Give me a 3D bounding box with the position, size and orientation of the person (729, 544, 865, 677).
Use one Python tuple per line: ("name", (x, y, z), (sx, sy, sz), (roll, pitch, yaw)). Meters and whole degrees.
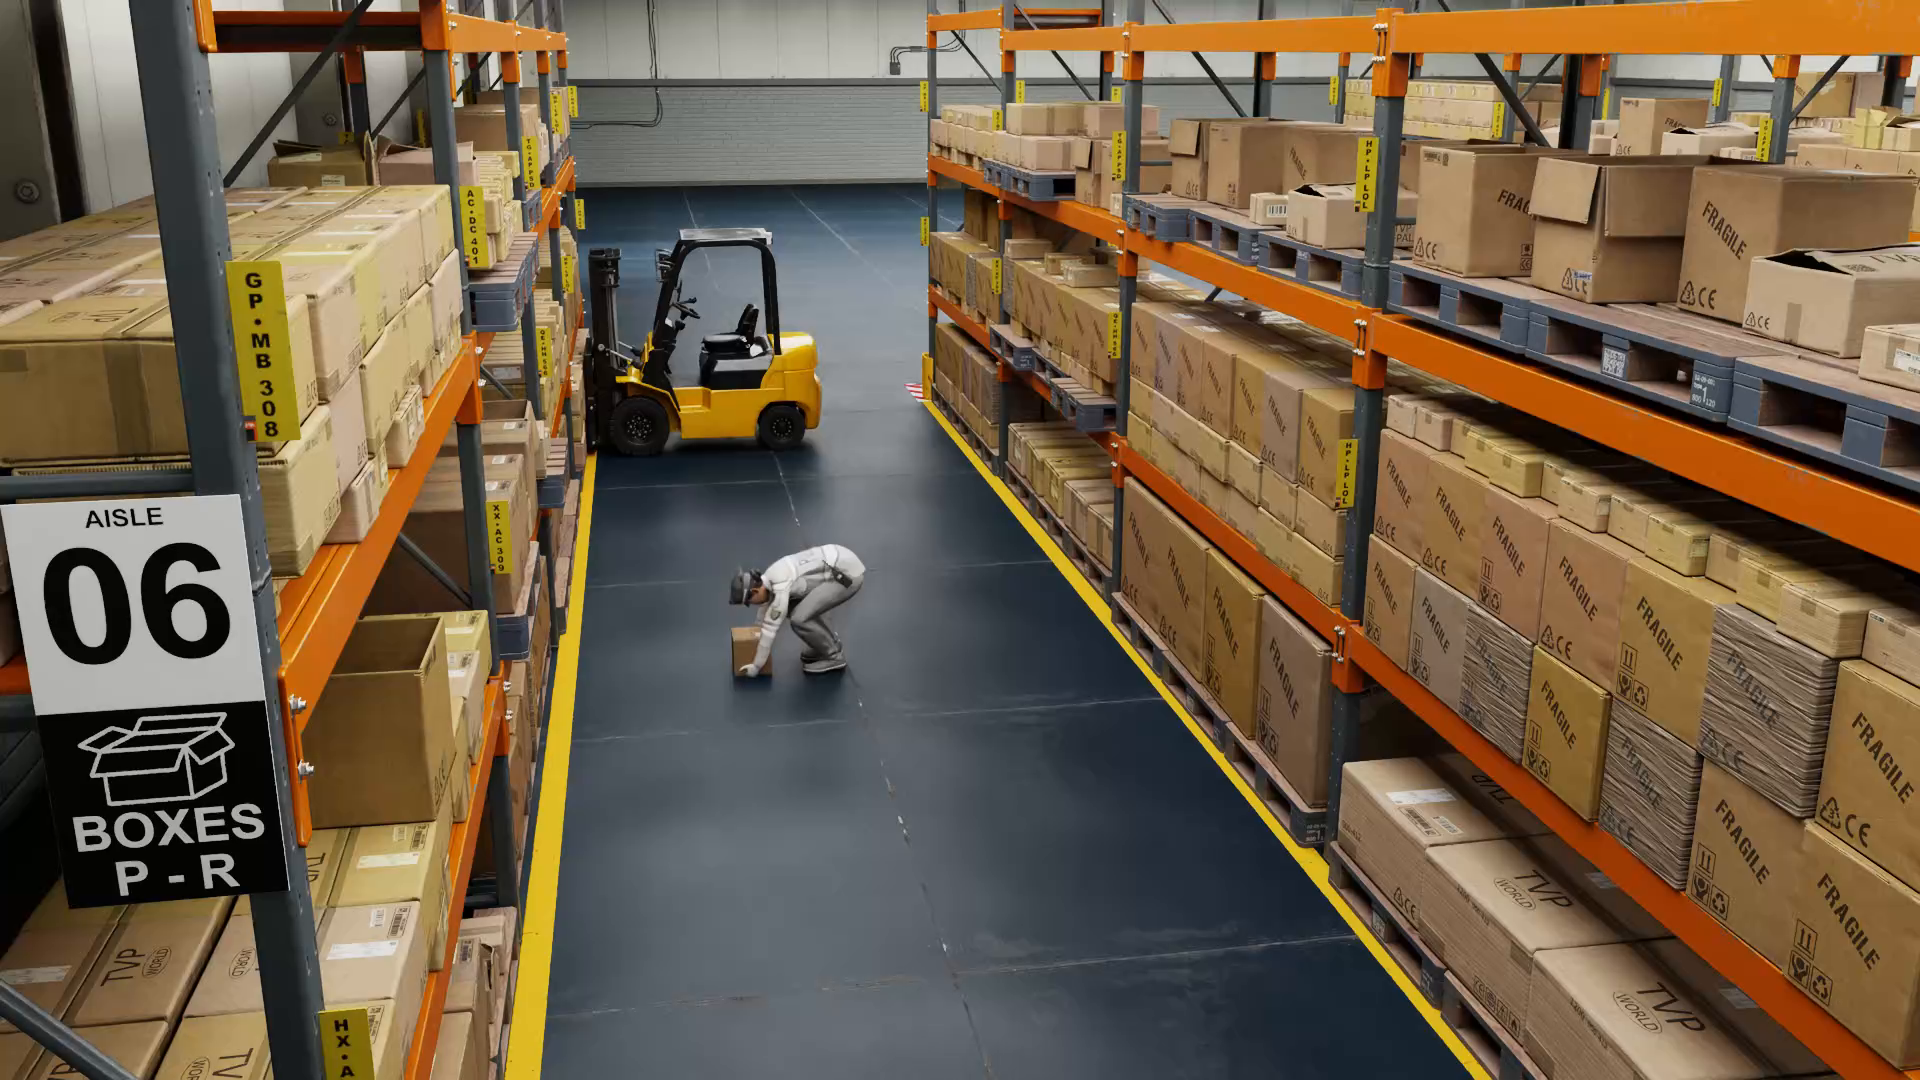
("person", (-1.073, 0.468, 11.002), (0.898, 0.822, 0.469), (-4, 17, -13))
